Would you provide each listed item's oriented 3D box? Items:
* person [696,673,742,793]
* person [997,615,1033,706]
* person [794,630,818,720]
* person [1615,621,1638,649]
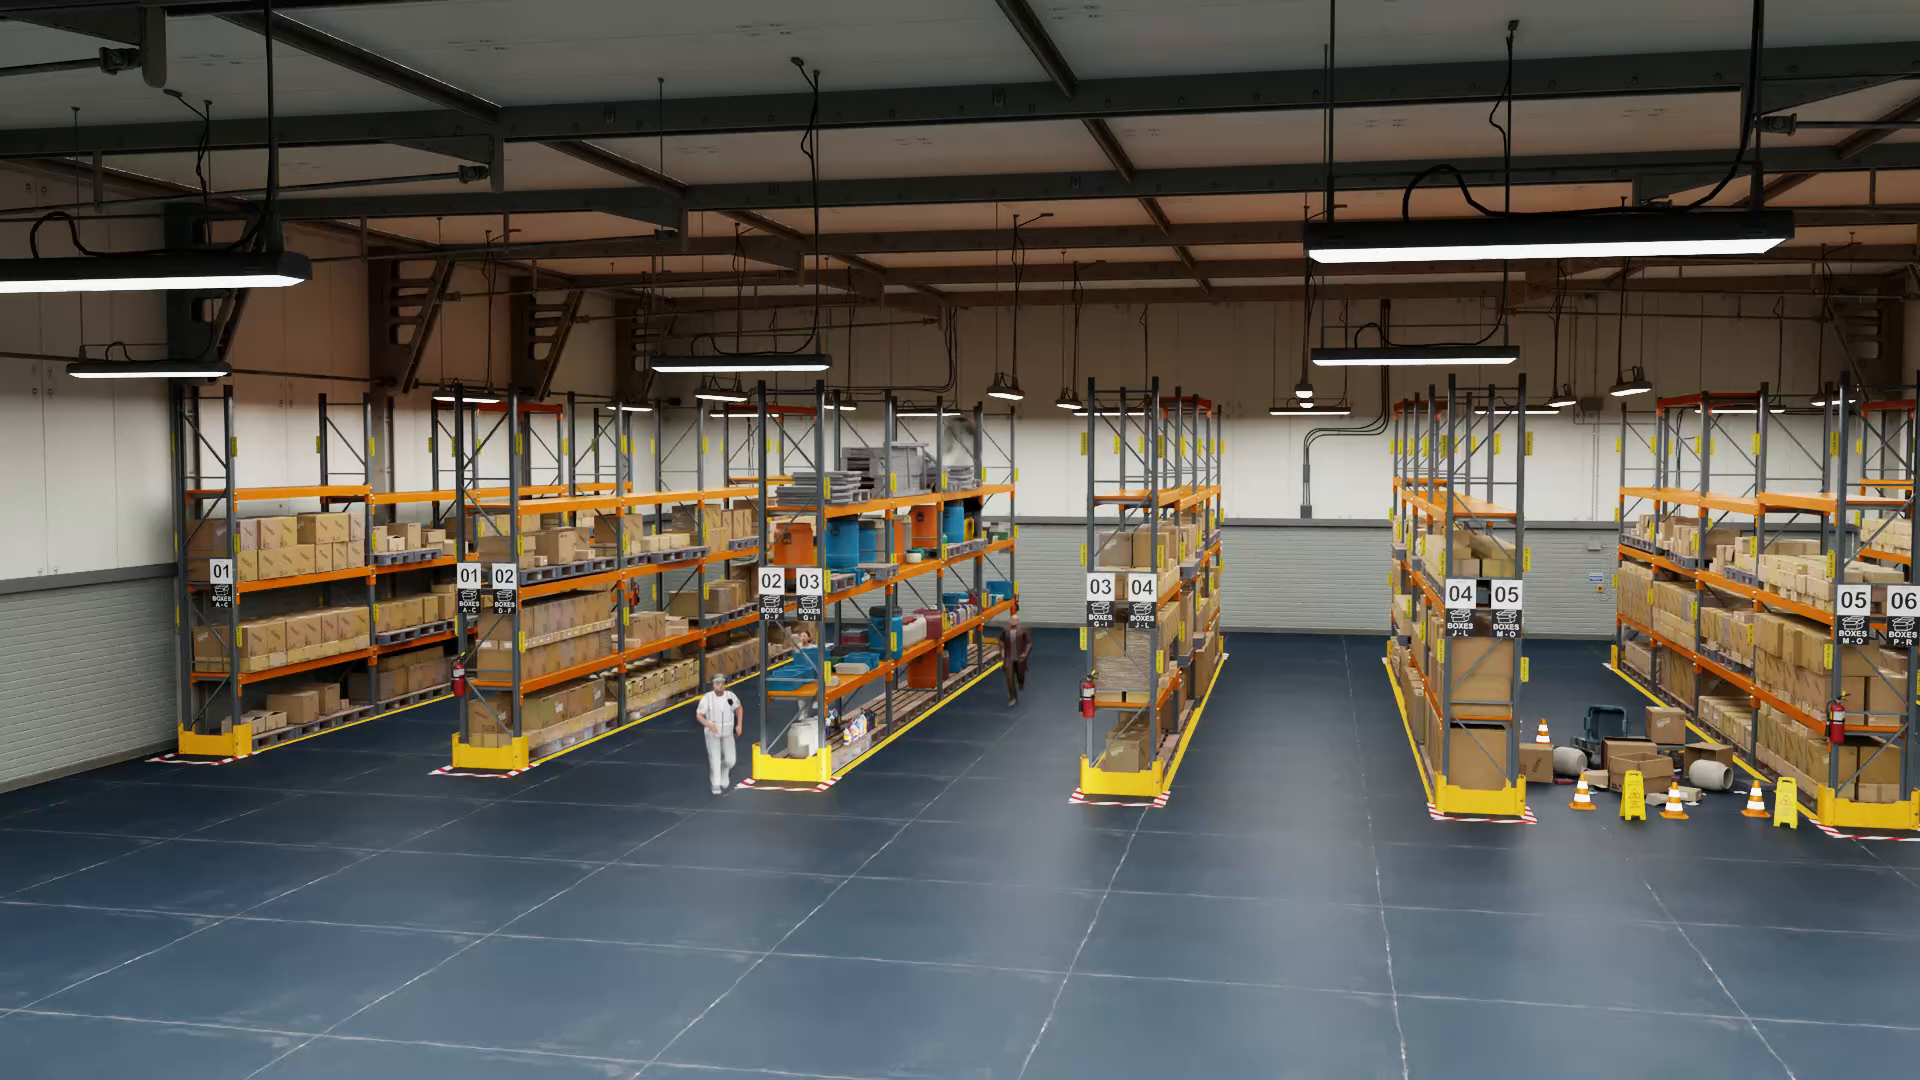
[{"bbox_3d":[-3.448,2.783,24.024,0.708,1.739,0.616,-1,3,-22],"label":"person"},{"bbox_3d":[1.073,2.338,32.552,0.706,1.758,0.941,0,3,6],"label":"person"},{"bbox_3d":[-2.825,2.468,30.787,0.547,1.641,0.817,1,3,15],"label":"person"},{"bbox_3d":[15.579,2.028,38.817,0.542,1.608,0.664,2,4,35],"label":"person"}]
